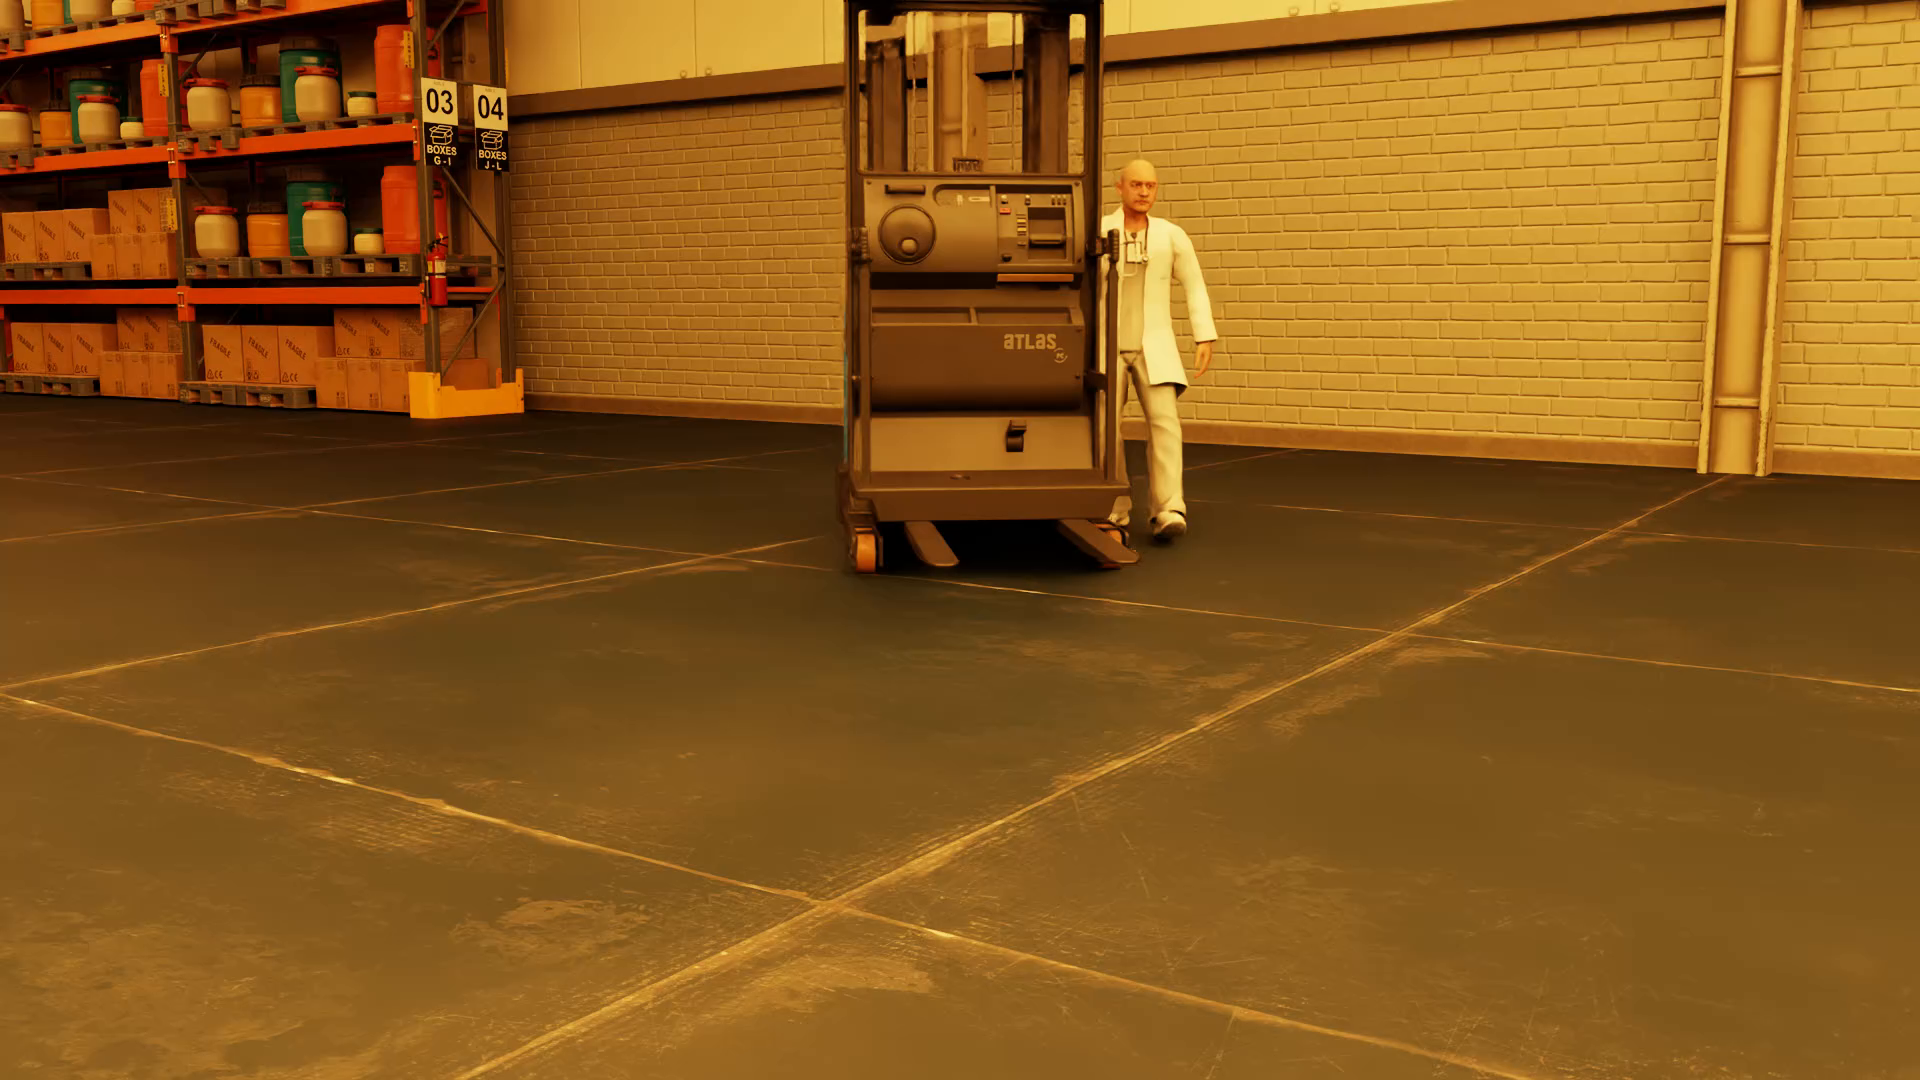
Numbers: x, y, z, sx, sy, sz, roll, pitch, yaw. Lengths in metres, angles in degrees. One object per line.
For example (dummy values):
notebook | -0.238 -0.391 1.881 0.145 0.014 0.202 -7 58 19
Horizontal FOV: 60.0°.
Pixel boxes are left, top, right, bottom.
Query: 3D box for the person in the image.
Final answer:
person | 0.792 -0.862 7.589 0.880 1.748 0.825 0 8 -2

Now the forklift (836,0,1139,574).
forklift | 0.086 -1.364 6.788 1.130 2.935 3.031 -1 8 -6
